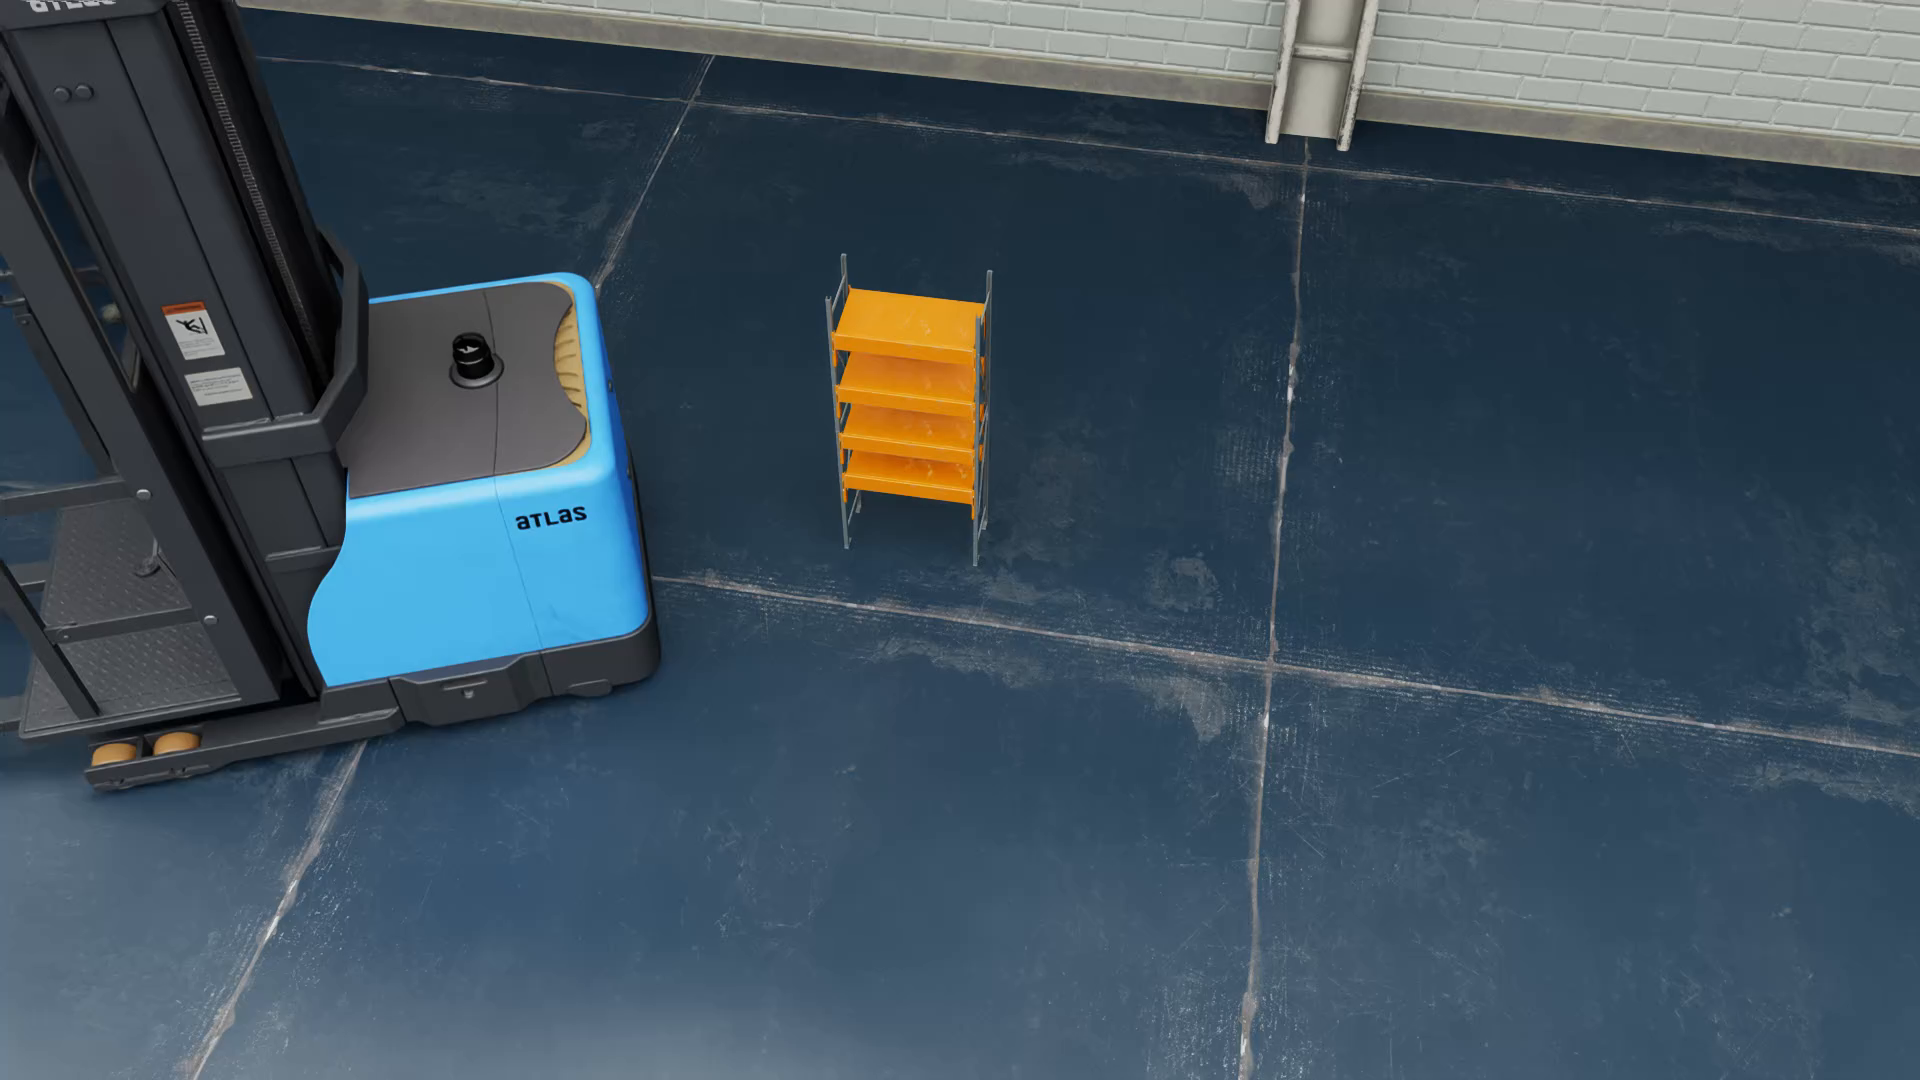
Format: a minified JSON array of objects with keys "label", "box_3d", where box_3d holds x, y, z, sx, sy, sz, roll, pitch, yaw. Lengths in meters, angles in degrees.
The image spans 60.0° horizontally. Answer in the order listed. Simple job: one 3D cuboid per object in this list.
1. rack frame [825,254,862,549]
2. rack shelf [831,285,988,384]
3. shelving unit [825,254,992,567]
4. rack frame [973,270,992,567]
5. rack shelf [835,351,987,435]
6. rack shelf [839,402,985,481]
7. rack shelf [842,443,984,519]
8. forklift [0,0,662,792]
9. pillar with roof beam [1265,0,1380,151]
[{"label":"rack frame","box_3d":[-0.403,-0.455,5.852,0.015,1.200,0.240,8,49,7]},{"label":"rack shelf","box_3d":[-0.163,-0.686,5.531,0.480,0.148,0.258,8,49,7]},{"label":"shelving unit","box_3d":[-0.163,-0.423,5.823,0.503,1.200,0.258,8,49,7]},{"label":"rack frame","box_3d":[0.077,-0.391,5.794,0.015,1.200,0.240,8,49,7]},{"label":"rack shelf","box_3d":[-0.163,-0.527,5.707,0.480,0.148,0.258,8,49,7]},{"label":"rack shelf","box_3d":[-0.163,-0.378,5.873,0.480,0.148,0.258,8,49,7]},{"label":"rack shelf","box_3d":[-0.163,-0.245,6.021,0.480,0.148,0.258,8,49,7]},{"label":"forklift","box_3d":[-2.612,-0.589,4.809,3.031,2.935,1.130,-10,49,-9]},{"label":"pillar with roof beam","box_3d":[0.917,-1.846,1.859,0.400,9.000,9.100,8,49,7]}]
